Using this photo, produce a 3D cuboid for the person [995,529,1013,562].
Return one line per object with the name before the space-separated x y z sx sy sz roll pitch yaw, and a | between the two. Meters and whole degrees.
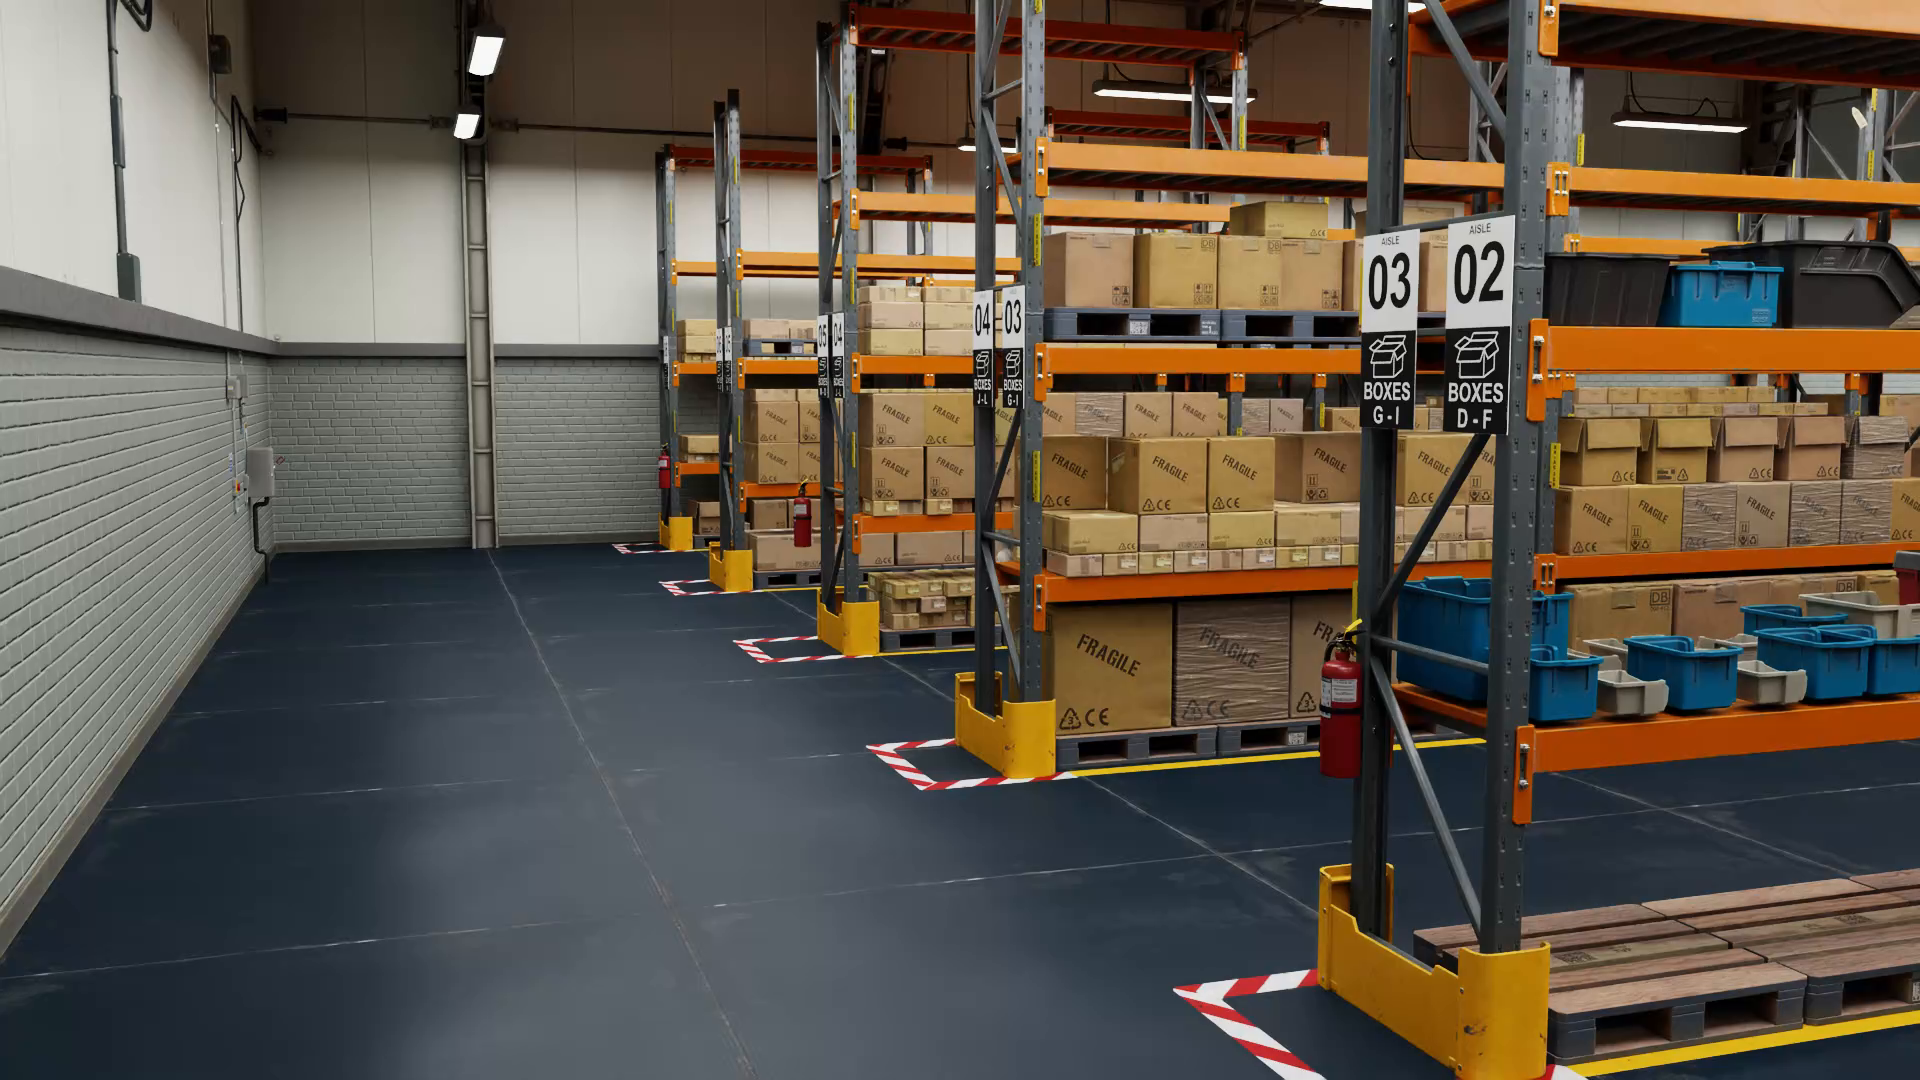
person | 0.629 -0.203 19.518 0.734 1.763 0.621 -4 7 -33
